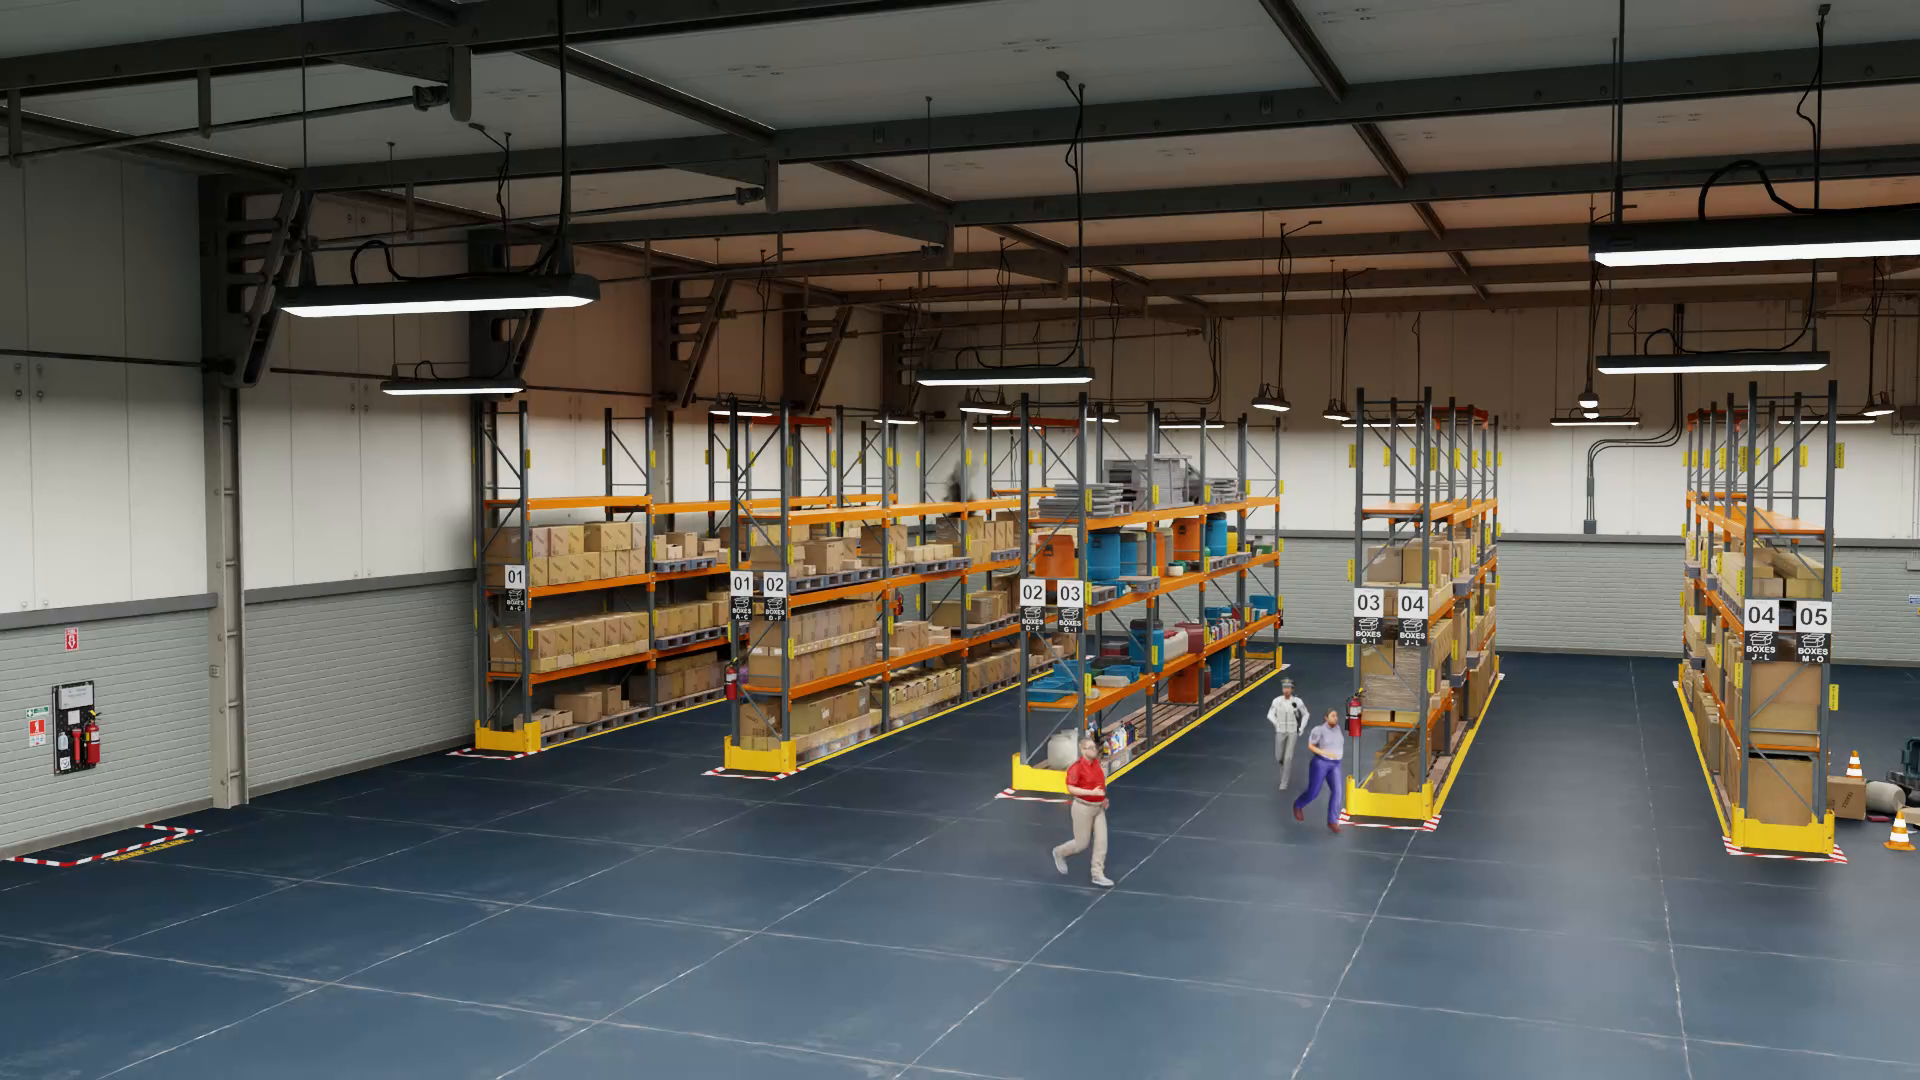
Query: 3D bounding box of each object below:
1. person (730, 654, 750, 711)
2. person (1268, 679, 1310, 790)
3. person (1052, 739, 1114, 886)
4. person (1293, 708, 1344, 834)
[{"bbox_3d":[-3.855,2.798,29.168,0.538,1.585,0.847,1,3,15],"label":"person"},{"bbox_3d":[5.007,2.933,25.377,0.622,1.660,0.737,1,3,19],"label":"person"},{"bbox_3d":[1.480,3.218,19.594,0.671,1.629,0.854,-3,4,-45],"label":"person"},{"bbox_3d":[4.987,3.087,22.565,0.606,1.641,0.931,-1,3,-23],"label":"person"}]
